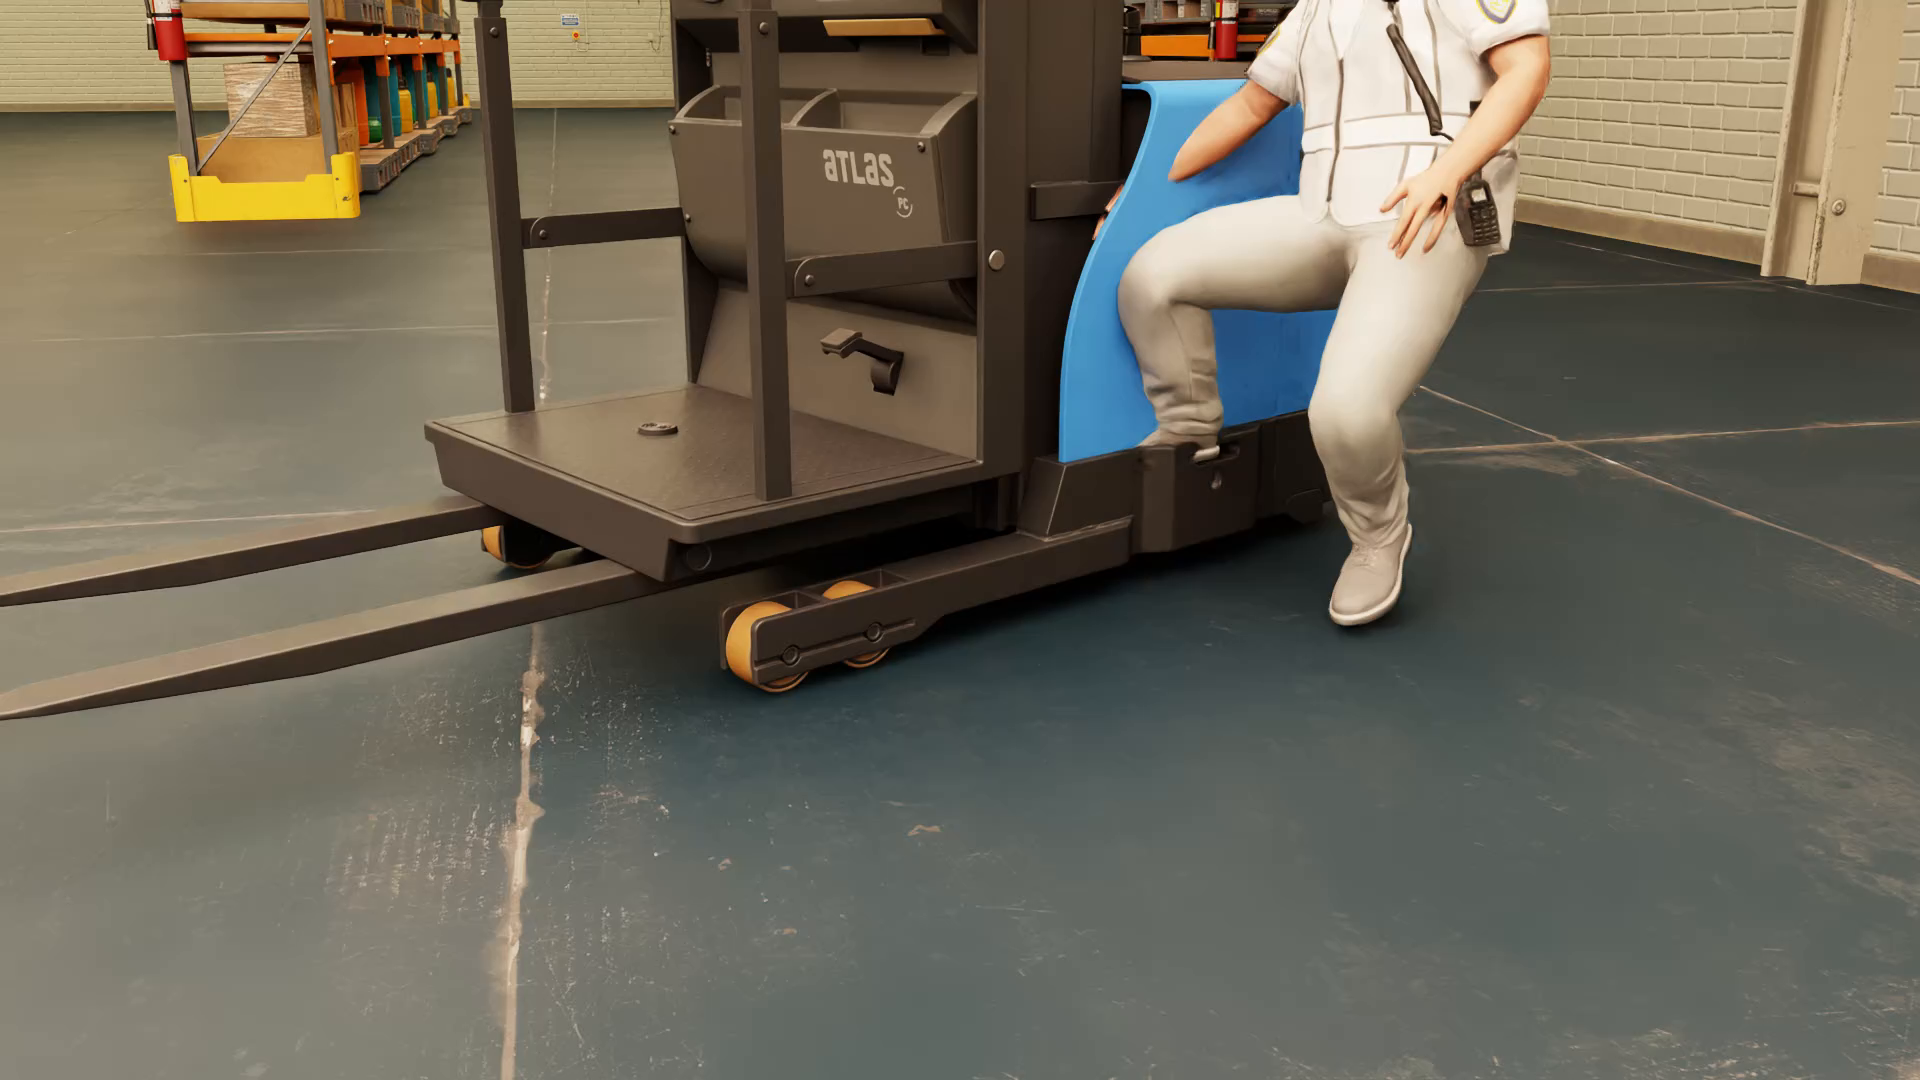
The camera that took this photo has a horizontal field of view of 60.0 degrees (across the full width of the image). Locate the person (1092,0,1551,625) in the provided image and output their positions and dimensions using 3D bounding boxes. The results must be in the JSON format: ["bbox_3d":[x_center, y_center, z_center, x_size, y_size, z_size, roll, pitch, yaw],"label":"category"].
[{"bbox_3d":[0.714,-0.660,3.315,0.637,1.605,0.819,-10,19,-30],"label":"person"}]

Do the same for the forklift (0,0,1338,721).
[{"bbox_3d":[-0.461,-1.291,3.215,3.031,2.935,1.130,-14,21,-39],"label":"forklift"}]
